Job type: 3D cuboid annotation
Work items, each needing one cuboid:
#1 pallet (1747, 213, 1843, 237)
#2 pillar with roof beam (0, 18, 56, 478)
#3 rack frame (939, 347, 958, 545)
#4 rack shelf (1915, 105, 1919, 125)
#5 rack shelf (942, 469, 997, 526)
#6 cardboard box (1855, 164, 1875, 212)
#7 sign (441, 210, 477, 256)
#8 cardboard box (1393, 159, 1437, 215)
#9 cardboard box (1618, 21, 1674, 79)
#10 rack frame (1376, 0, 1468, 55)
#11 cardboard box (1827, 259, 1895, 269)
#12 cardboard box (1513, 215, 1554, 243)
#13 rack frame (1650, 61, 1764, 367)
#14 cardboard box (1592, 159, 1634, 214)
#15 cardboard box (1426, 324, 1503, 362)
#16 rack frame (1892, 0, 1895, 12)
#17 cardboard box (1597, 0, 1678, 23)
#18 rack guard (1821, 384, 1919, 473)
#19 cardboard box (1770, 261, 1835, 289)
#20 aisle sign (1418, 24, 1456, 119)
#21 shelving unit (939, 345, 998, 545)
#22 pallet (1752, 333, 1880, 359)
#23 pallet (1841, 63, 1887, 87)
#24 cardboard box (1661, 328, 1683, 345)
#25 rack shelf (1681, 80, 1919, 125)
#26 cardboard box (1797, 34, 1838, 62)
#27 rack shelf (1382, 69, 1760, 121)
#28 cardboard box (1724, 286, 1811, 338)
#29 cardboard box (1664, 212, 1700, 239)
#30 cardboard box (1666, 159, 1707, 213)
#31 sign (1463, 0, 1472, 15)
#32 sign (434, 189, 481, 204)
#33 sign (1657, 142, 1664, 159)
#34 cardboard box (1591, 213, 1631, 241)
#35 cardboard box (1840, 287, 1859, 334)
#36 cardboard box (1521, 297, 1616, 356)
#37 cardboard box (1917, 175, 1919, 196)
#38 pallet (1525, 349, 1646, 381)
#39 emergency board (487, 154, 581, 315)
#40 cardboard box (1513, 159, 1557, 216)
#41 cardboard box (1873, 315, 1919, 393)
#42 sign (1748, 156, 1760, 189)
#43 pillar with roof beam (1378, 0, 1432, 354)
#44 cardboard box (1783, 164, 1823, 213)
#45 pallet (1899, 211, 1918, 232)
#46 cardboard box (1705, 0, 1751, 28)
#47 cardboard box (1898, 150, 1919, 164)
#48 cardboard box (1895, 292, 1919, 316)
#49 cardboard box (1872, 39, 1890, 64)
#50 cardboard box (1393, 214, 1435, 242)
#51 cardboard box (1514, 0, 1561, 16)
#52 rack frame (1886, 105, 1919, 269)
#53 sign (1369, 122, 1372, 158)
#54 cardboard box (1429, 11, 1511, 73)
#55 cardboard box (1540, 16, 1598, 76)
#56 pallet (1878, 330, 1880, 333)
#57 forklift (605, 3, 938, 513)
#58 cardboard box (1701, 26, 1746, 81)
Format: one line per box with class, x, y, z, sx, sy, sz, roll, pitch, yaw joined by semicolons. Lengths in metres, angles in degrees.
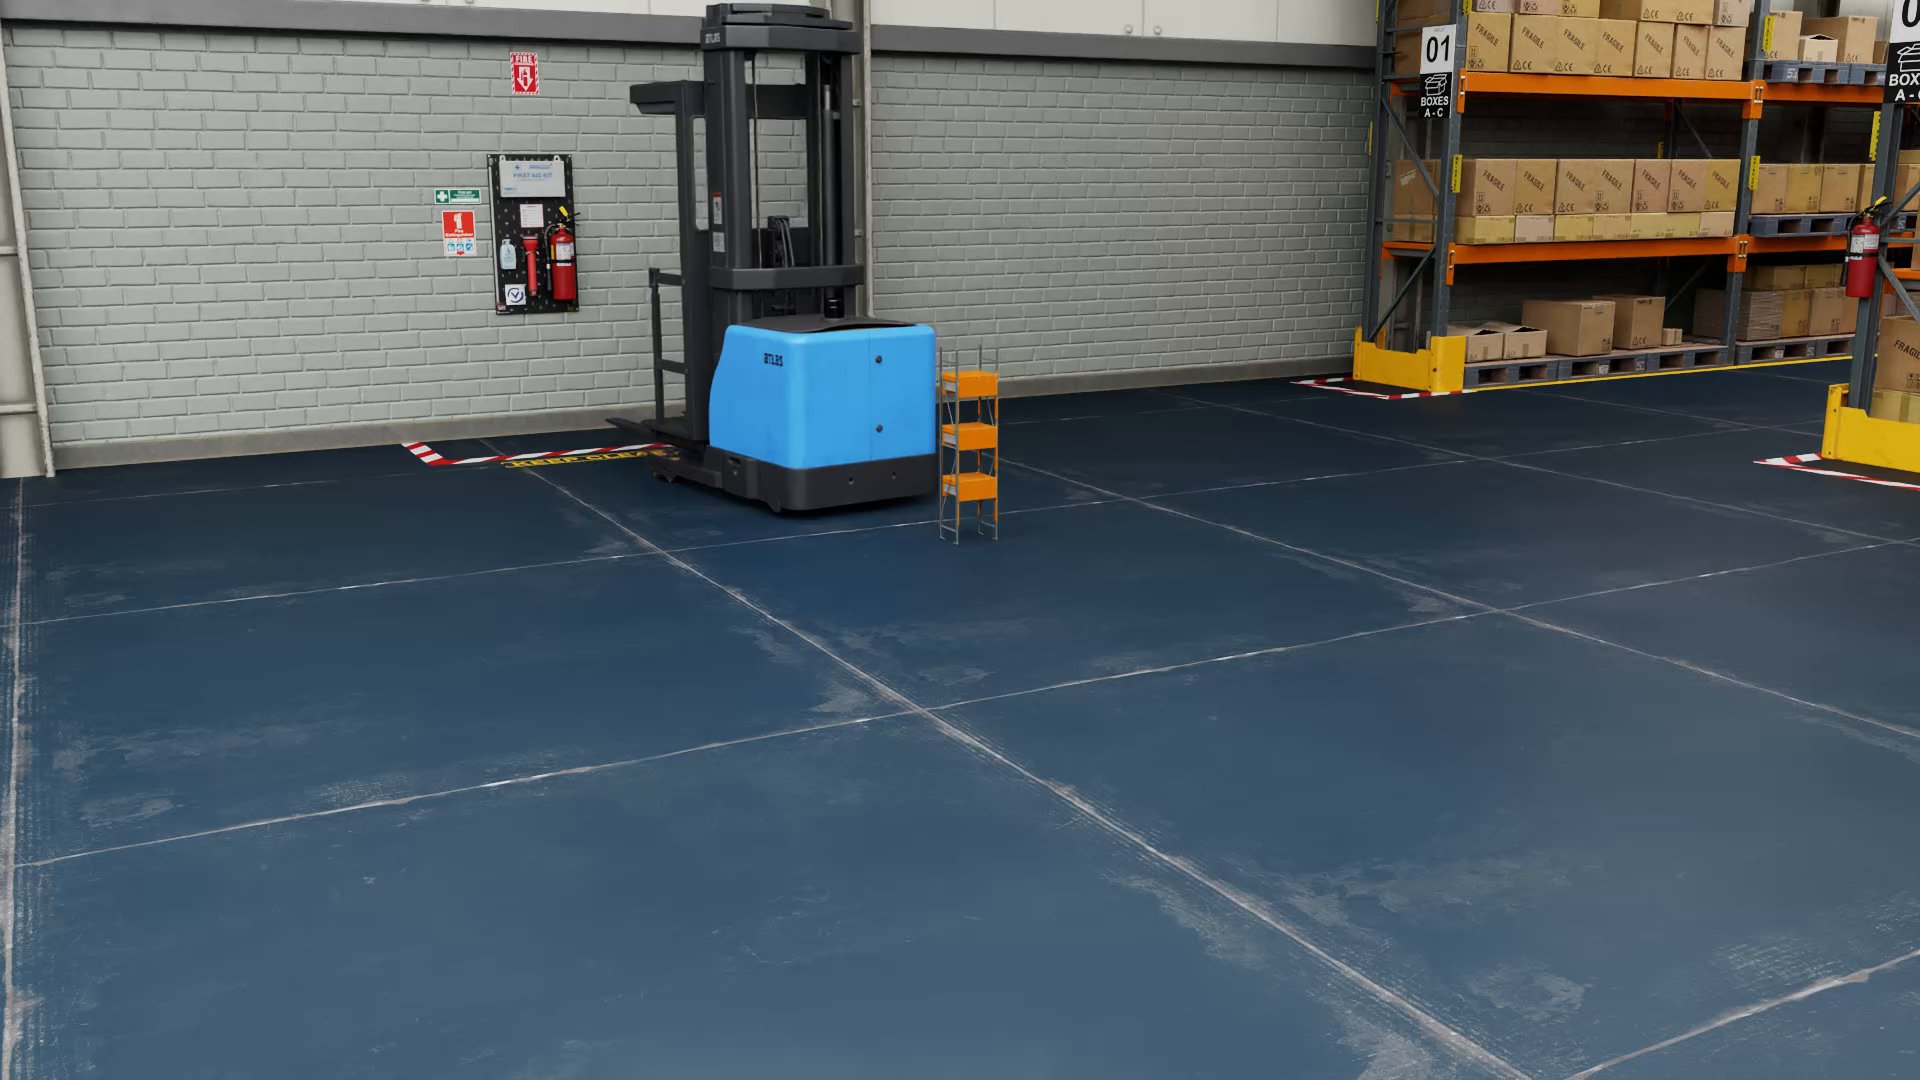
pallet;8.368;-3.294;17.349;1.213;0.211;1.003;-7;14;-28
pillar with roof beam;-4.153;-3.989;6.339;0.400;9.000;9.100;-7;14;-28
rack frame;-0.060;-0.505;8.962;0.008;1.050;0.200;-7;14;-28
rack shelf;12.894;-5.079;19.650;4.000;0.370;1.077;-7;14;-28
rack shelf;0.047;-0.236;9.082;0.240;0.259;0.215;-7;14;-28
cardboard box;9.648;-3.832;18.077;0.500;0.500;0.700;-7;14;-28
sign;-3.672;-2.250;12.192;0.234;0.329;0.001;-7;14;-28
cardboard box;4.429;-3.307;15.560;0.500;0.500;0.500;-7;14;-28
cardboard box;6.385;-4.640;15.788;0.500;0.500;0.500;-7;15;-30
rack frame;4.117;-5.841;14.567;0.127;3.000;1.000;-7;14;-28
cardboard box;10.001;-2.983;18.515;0.500;0.250;0.500;-7;14;-27
cardboard box;5.146;-2.898;15.451;0.500;0.250;0.500;-7;15;-30
rack frame;7.628;-3.335;17.096;0.127;3.000;1.000;-7;14;-28
cardboard box;6.022;-3.369;15.834;0.500;0.500;0.500;-6;14;-26
cardboard box;4.767;-1.872;15.719;0.500;0.311;0.500;-9;15;-34
rack frame;6.494;-4.887;10.327;0.127;3.000;1.000;-7;14;-28
cardboard box;6.389;-5.123;15.659;0.500;0.500;0.500;-7;15;-30
rack guard;6.473;-0.738;11.249;0.348;0.500;1.175;-7;14;-28
cardboard box;9.106;-2.879;18.053;0.500;0.250;0.500;-7;15;-29
aisle sign;4.197;-4.117;14.650;0.004;0.787;0.394;-7;14;-28
shelving unit;0.047;-0.518;9.019;0.252;1.050;0.215;-7;14;-28
pallet;9.383;-2.186;18.341;1.213;0.211;1.003;-7;14;-28
pallet;9.130;-4.861;17.472;1.003;0.211;1.213;-7;14;-28
cardboard box;7.173;-2.105;17.083;0.250;0.166;0.380;-9;16;-35
rack shelf;9.383;-4.658;17.780;4.000;0.370;1.077;-7;14;-28
cardboard box;8.687;-5.067;17.205;0.500;0.311;0.500;-6;14;-26
rack shelf;5.872;-4.237;15.910;4.000;0.370;1.077;-7;14;-28
cardboard box;8.695;-2.475;17.965;0.500;0.500;0.700;-7;15;-29
cardboard box;6.916;-3.112;16.403;0.500;0.250;0.500;-7;14;-28
cardboard box;6.926;-3.474;16.304;0.500;0.500;0.500;-7;14;-28
sign;4.377;-4.699;14.336;0.005;0.325;0.100;-7;14;-28
sign;-3.663;-2.507;12.129;0.331;0.109;0.001;-7;14;-28
sign;7.359;-4.006;17.442;0.005;0.325;0.100;-7;14;-28
cardboard box;6.041;-3.003;15.919;0.500;0.250;0.500;-7;14;-27
cardboard box;9.601;-2.576;18.413;0.500;0.500;0.700;-7;14;-28
cardboard box;5.936;-2.092;16.265;0.500;0.500;0.700;-8;15;-31
cardboard box;6.738;-2.402;11.245;0.250;0.149;0.380;-7;15;-29
pallet;5.983;-1.768;16.483;1.213;0.211;1.003;-7;14;-28
emergency board;-3.137;-2.271;12.367;0.643;1.169;0.194;-7;14;-28
cardboard box;5.118;-3.259;15.346;0.500;0.500;0.500;-7;14;-28
cardboard box;6.822;-1.303;11.665;0.500;0.500;0.500;-7;14;-28
sign;7.895;-3.653;16.540;0.005;0.325;0.100;-7;14;-28
pillar with roof beam;6.380;-5.252;11.949;0.400;9.000;9.100;-7;14;-28
cardboard box;8.585;-3.703;17.500;0.500;0.500;0.700;-5;14;-22
pallet;10.564;-3.567;18.562;1.003;0.211;1.213;-7;14;-28
cardboard box;7.318;-5.240;16.177;0.500;0.500;0.500;-8;15;-33
cardboard box;10.575;-4.257;18.485;0.250;0.149;0.380;-10;16;-37
cardboard box;10.532;-2.665;18.810;0.500;0.500;0.700;-7;14;-27
cardboard box;9.956;-5.161;18.096;0.637;0.503;0.797;-5;14;-20
cardboard box;4.434;-2.937;15.625;0.500;0.250;0.500;-7;14;-27
cardboard box;5.036;-4.961;14.937;0.500;0.500;0.500;-7;14;-29
rack frame;11.139;-3.756;18.966;0.127;3.000;1.000;-7;14;-28
sign;3.868;-3.742;15.549;0.005;0.325;0.100;-7;14;-28
cardboard box;4.530;-4.423;14.826;0.500;0.500;0.500;-6;14;-26
cardboard box;5.472;-4.528;15.292;0.500;0.500;0.500;-6;14;-25
pallet;10.452;-2.313;18.908;1.213;0.211;1.003;-7;14;-28
forklift;-1.399;-1.857;10.686;1.130;2.935;3.031;-9;15;-35
cardboard box;7.301;-4.756;16.304;0.500;0.500;0.500;-6;14;-26
